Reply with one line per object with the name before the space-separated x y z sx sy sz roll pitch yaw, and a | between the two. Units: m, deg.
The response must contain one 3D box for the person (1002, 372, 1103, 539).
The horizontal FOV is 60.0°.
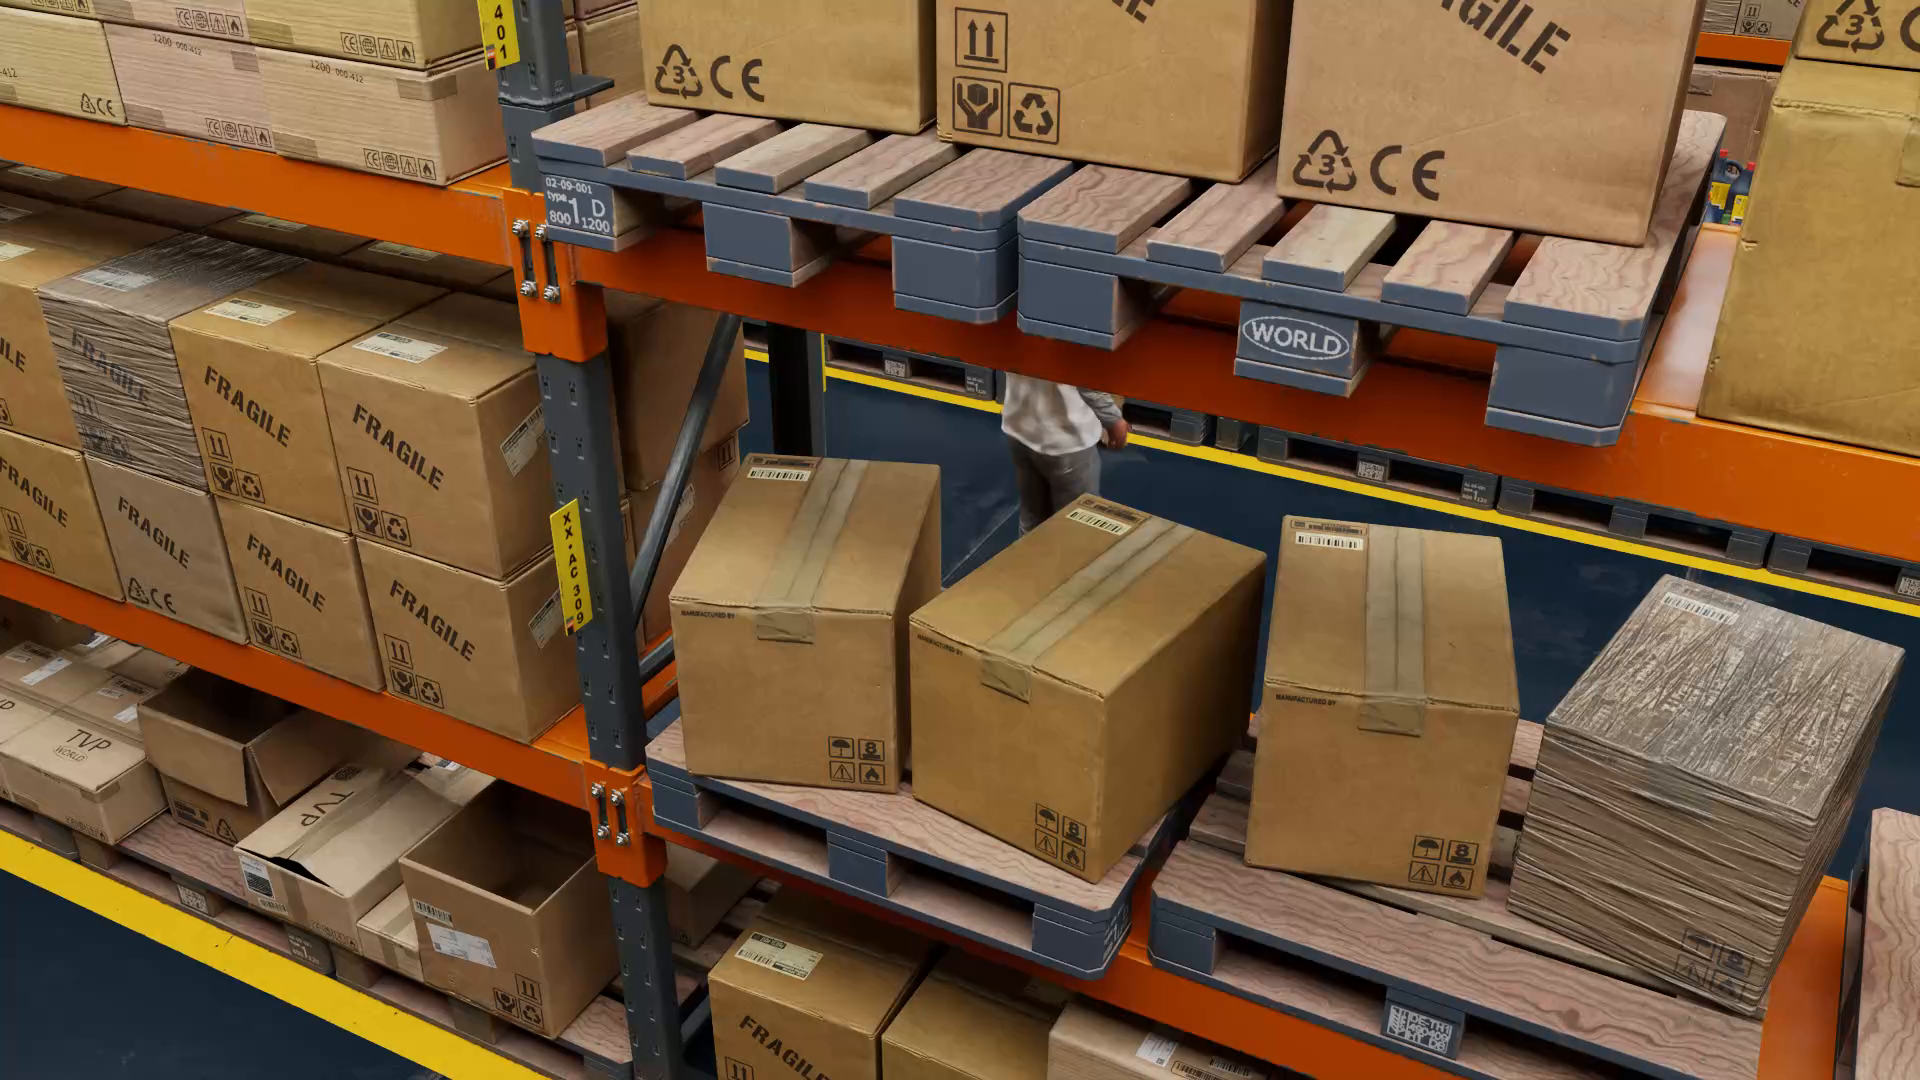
person | 0.375 -0.352 6.884 0.375 1.490 0.453 -21 36 -33
